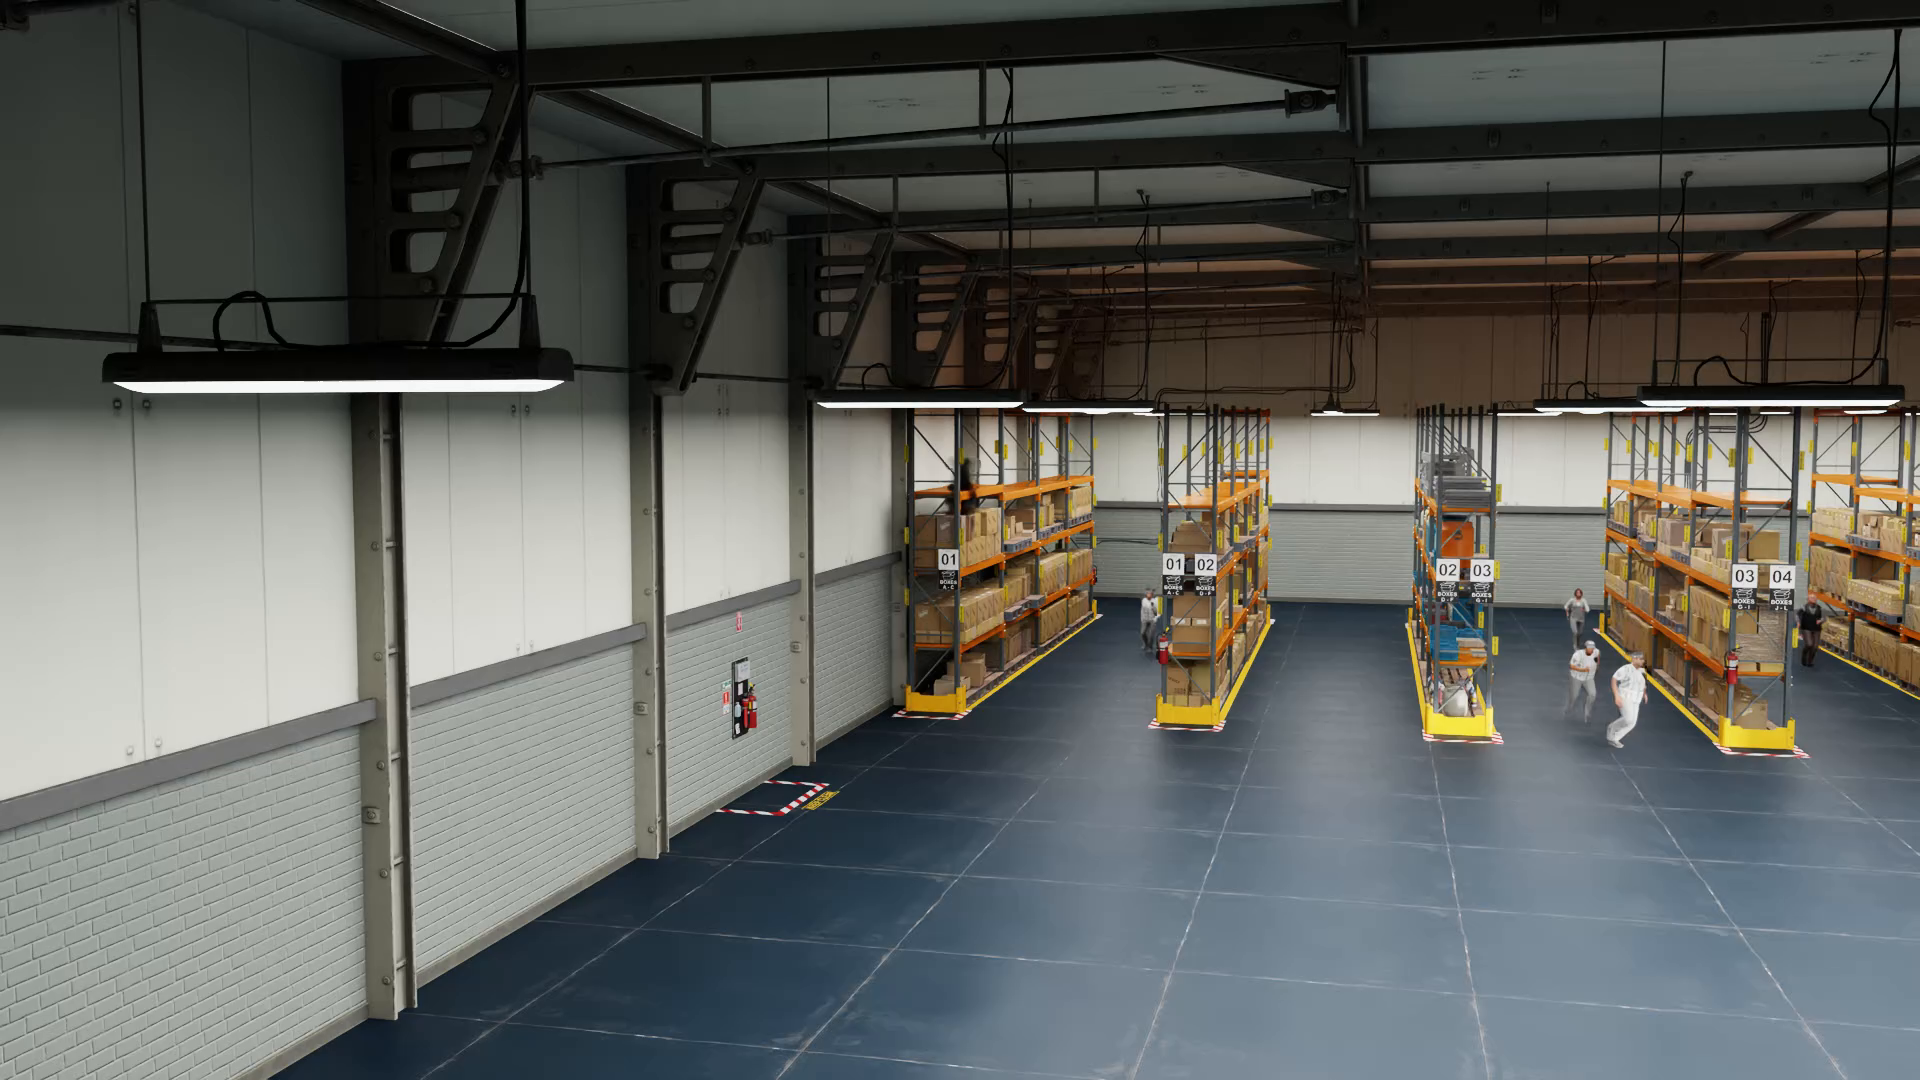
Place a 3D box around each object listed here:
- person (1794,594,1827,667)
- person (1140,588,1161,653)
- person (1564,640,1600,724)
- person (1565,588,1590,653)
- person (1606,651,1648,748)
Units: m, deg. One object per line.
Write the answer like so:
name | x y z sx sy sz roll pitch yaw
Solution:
person | 19.549 2.083 38.176 0.628 1.681 0.650 1 4 10
person | 4.611 1.965 40.407 0.598 1.622 0.733 1 4 19
person | 11.789 2.675 31.506 0.658 1.645 0.990 -1 4 -7
person | 14.952 1.969 40.272 0.516 1.604 0.862 0 4 5
person | 11.701 2.769 29.049 0.738 1.675 0.551 -2 5 -26
